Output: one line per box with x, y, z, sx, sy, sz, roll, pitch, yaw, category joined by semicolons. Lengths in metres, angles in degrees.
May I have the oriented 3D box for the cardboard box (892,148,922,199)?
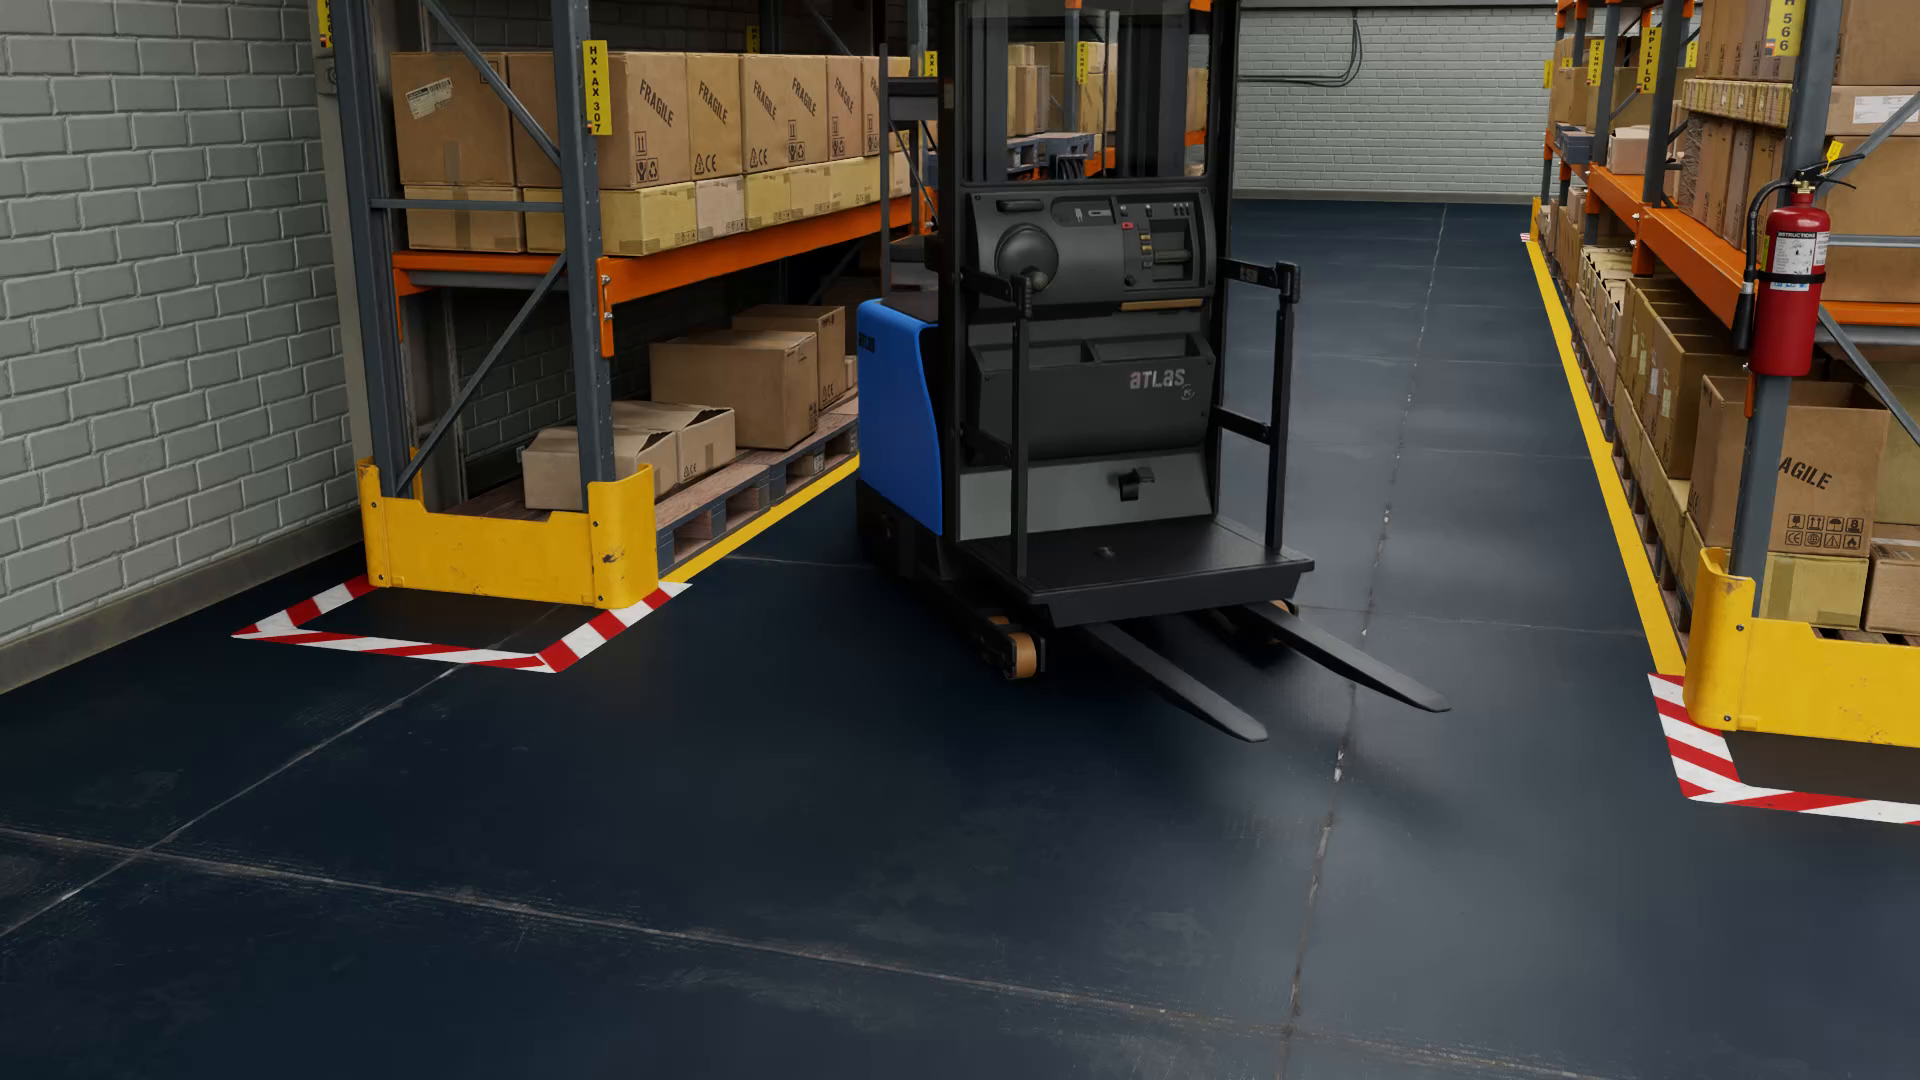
-0.528;-2.079;9.401;0.500;0.250;0.500;5;16;16;cardboard box

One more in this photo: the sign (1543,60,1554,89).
6.956;-5.504;19.650;0.100;0.325;0.005;5;16;16;sign

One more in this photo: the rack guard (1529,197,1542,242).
7.455;-3.823;19.891;1.175;0.500;0.348;5;16;16;rack guard

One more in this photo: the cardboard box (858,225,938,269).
-0.369;-1.968;11.172;0.500;0.250;0.500;4;16;15;cardboard box

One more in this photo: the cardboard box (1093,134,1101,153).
1.005;-3.421;14.316;0.380;0.149;0.250;5;17;18;cardboard box

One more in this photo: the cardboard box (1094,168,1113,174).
1.529;-3.370;16.883;0.750;0.750;0.750;5;17;17;cardboard box

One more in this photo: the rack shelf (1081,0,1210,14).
2.158;-6.002;18.815;1.077;0.370;4.000;5;16;16;rack shelf

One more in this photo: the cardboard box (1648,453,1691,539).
3.070;-0.164;6.682;0.500;0.250;0.500;5;16;16;cardboard box

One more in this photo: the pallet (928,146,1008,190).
-0.327;-2.385;10.594;1.003;0.211;1.213;5;16;16;pallet

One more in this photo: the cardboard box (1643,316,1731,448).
3.210;-0.656;7.041;0.500;0.500;0.500;5;16;16;cardboard box

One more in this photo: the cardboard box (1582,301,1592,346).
4.489;-1.449;11.211;0.500;0.250;0.500;4;16;14;cardboard box

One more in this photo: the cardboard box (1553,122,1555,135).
6.667;-4.601;17.869;0.500;0.500;0.500;5;17;17;cardboard box

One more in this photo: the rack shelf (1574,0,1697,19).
5.772;-4.573;13.775;1.077;0.370;4.000;5;16;16;rack shelf

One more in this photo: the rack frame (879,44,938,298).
-0.147;-1.072;7.262;0.400;2.100;0.015;4;16;13;rack frame

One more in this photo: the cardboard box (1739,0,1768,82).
3.519;-2.068;6.561;0.700;0.500;0.500;5;16;16;cardboard box

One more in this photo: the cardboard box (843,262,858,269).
-0.392;-1.631;11.357;0.700;0.500;0.500;4;16;15;cardboard box

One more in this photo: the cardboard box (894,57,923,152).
-0.522;-2.440;9.297;0.500;0.500;0.500;5;16;16;cardboard box

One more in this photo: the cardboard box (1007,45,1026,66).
0.306;-3.729;12.803;0.380;0.149;0.250;2;16;7;cardboard box

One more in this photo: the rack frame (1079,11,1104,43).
1.590;-4.382;17.282;1.000;3.000;0.127;5;16;16;rack frame

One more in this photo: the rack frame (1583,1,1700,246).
5.203;-2.952;12.241;1.000;3.000;0.127;5;16;16;rack frame

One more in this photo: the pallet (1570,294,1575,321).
5.452;-1.803;13.300;1.003;0.211;1.213;5;16;16;pallet

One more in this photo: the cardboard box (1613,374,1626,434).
3.644;-0.687;8.525;0.500;0.250;0.500;5;16;16;cardboard box

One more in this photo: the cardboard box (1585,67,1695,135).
5.274;-3.376;12.782;0.700;0.500;0.500;-1;16;-3;cardboard box

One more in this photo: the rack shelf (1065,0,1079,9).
-0.116;-3.909;11.436;1.077;0.370;4.000;5;16;16;rack shelf

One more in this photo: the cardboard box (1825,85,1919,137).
2.856;-1.334;5.165;0.380;0.149;0.250;4;16;15;cardboard box

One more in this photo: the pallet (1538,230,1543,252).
7.229;-3.475;19.195;1.003;0.211;1.213;5;16;16;pallet

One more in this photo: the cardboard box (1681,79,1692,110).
3.804;-2.211;8.255;0.380;0.149;0.250;5;16;16;cardboard box

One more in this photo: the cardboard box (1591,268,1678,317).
4.339;-1.581;10.649;0.500;0.311;0.500;4;16;15;cardboard box

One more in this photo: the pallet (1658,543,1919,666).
3.107;0.279;5.959;1.003;0.211;1.213;5;16;16;pallet

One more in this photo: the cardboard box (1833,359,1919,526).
3.436;-0.353;5.973;0.500;0.500;0.500;5;16;16;cardboard box

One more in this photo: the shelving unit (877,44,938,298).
-0.088;-1.137;7.489;0.431;2.100;0.503;4;16;13;shelving unit

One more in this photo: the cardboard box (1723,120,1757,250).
3.512;-1.434;6.704;0.700;0.500;0.500;5;17;18;cardboard box

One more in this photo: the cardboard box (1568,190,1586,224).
5.543;-2.868;14.345;0.500;0.250;0.500;4;16;15;cardboard box

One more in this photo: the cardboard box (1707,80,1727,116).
3.515;-1.943;7.312;0.380;0.149;0.250;4;16;14;cardboard box

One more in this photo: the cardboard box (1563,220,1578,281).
5.535;-2.497;14.412;0.500;0.500;0.500;4;16;14;cardboard box

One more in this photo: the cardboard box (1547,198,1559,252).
6.230;-3.179;16.815;0.500;0.500;0.500;5;16;16;cardboard box

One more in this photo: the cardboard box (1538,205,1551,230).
6.908;-3.683;19.050;0.500;0.250;0.500;5;16;16;cardboard box

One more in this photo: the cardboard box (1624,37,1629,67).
6.890;-4.764;16.614;0.500;0.500;0.500;4;16;14;cardboard box

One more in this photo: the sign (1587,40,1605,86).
4.680;-3.511;12.234;0.100;0.325;0.005;5;16;16;sign

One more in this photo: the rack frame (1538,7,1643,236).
7.477;-5.045;19.620;1.000;3.000;0.127;5;16;16;rack frame

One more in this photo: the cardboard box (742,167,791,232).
-1.093;-1.553;7.545;0.500;0.250;0.500;4;16;15;cardboard box

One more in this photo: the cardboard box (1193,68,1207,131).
2.395;-5.247;19.783;0.980;0.700;0.700;4;16;15;cardboard box

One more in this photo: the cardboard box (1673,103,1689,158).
4.450;-2.291;9.728;0.500;0.500;0.500;6;17;20;cardboard box

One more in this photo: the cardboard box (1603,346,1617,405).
3.906;-0.916;9.331;0.500;0.250;0.500;4;16;15;cardboard box

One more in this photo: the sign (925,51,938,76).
-0.162;-2.665;9.643;0.100;0.325;0.005;5;16;16;sign

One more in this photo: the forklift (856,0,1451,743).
0.560;-1.061;5.699;1.130;2.935;3.031;-6;17;-20;forklift

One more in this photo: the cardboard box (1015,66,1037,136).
0.196;-3.323;12.559;0.700;0.500;0.500;3;16;11;cardboard box

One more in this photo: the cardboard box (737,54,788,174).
-1.094;-1.906;7.415;0.500;0.500;0.500;4;16;14;cardboard box

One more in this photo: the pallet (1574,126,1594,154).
5.751;-3.369;14.062;1.003;0.211;1.213;5;16;16;pallet

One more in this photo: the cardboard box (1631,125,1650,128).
5.058;-2.818;11.930;0.500;0.311;0.500;6;17;19;cardboard box

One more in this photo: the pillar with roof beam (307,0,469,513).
1.676;-4.045;5.100;9.100;9.000;0.400;5;16;16;pillar with roof beam

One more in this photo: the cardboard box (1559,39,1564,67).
6.666;-5.078;17.720;0.500;0.500;0.500;4;16;15;cardboard box

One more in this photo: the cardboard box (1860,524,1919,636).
3.295;0.138;5.614;0.500;0.250;0.500;5;16;16;cardboard box

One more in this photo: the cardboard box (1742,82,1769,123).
3.222;-1.673;6.359;0.380;0.149;0.250;5;17;17;cardboard box

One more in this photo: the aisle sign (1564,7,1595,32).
7.215;-6.337;19.409;0.394;0.787;0.004;5;16;16;aisle sign

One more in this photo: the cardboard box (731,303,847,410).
-0.941;-1.023;9.215;0.500;0.500;0.500;3;16;12;cardboard box

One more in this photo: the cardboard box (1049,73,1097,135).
0.836;-3.644;13.913;0.500;0.500;0.500;5;17;18;cardboard box
